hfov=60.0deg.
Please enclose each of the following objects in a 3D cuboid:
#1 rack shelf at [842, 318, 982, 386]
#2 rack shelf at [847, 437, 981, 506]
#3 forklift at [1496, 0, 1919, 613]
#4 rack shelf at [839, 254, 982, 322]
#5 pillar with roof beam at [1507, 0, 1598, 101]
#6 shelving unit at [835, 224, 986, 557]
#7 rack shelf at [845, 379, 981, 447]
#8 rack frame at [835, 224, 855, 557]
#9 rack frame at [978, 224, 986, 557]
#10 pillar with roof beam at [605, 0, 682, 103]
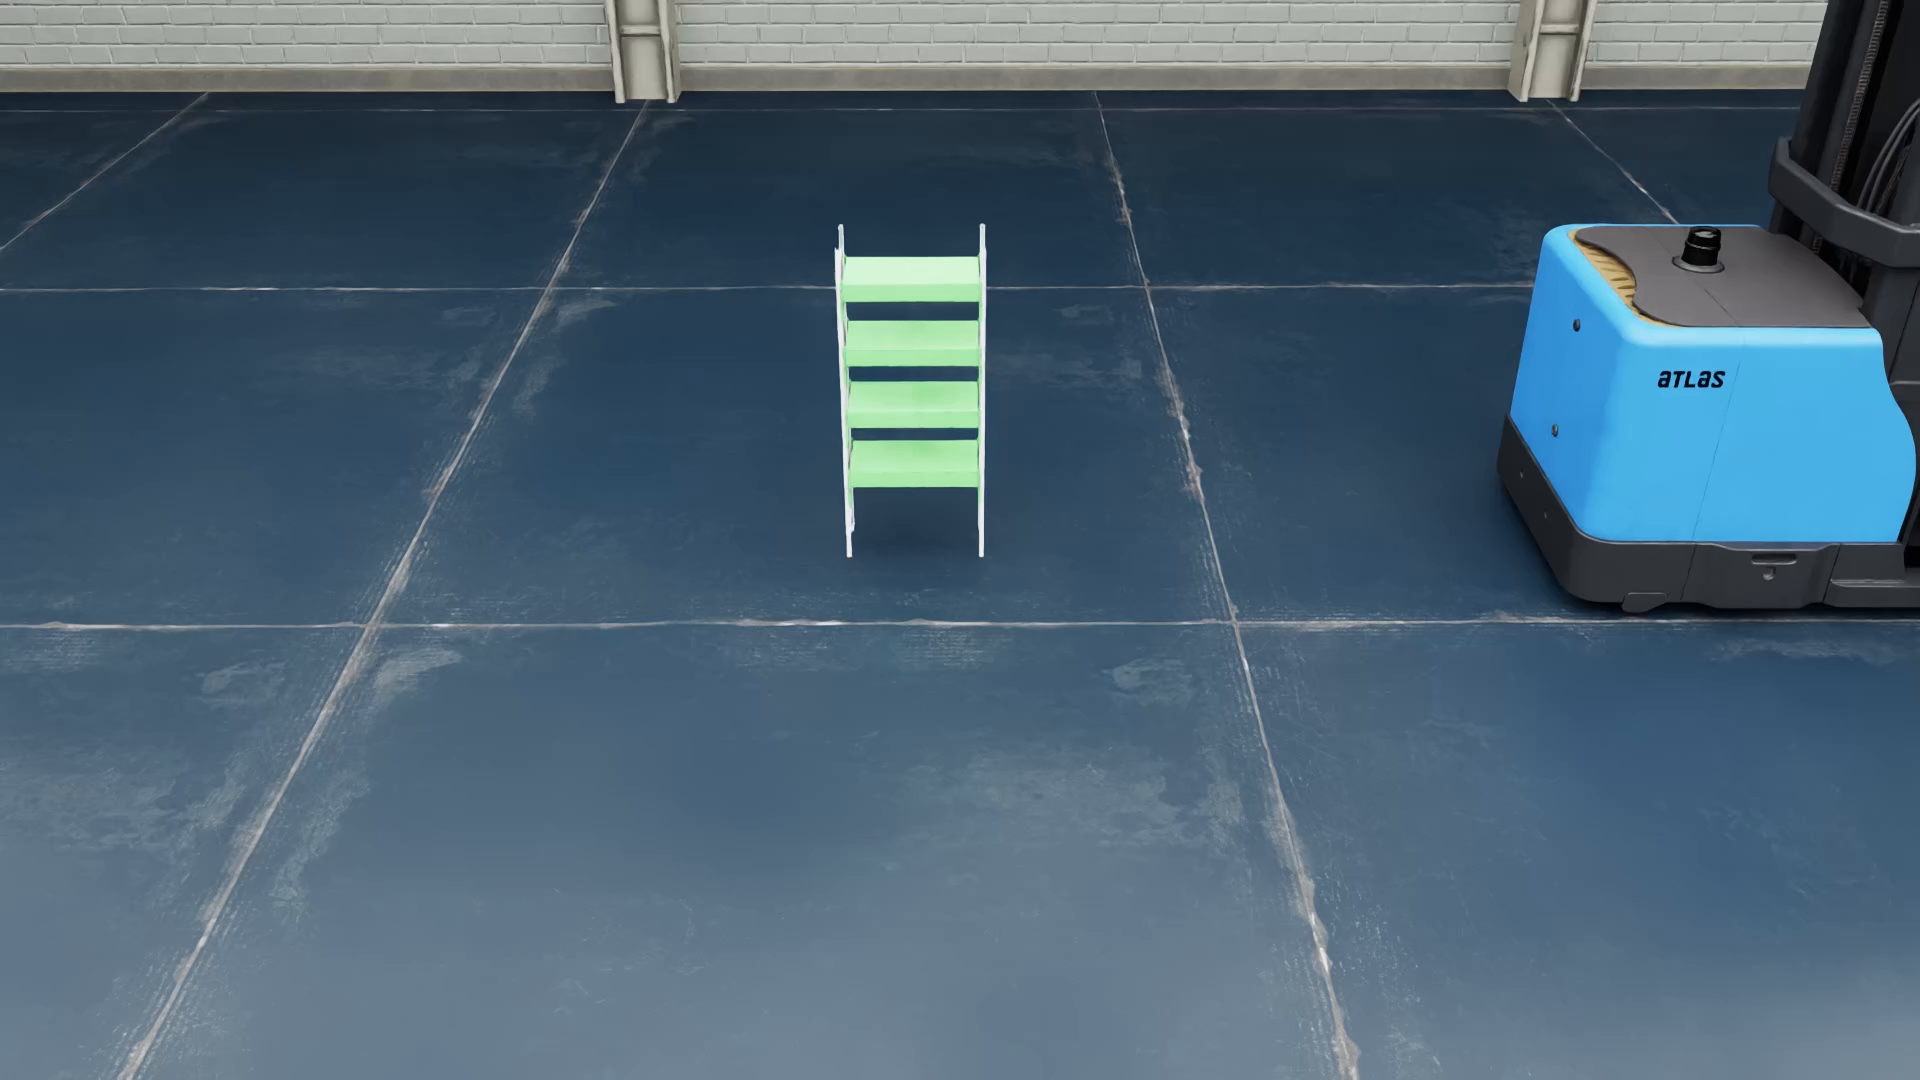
[{"bbox_3d":[-0.166,-0.663,5.847,0.480,0.148,0.258,0,31,0],"label":"rack shelf"},{"bbox_3d":[-0.166,-0.253,6.096,0.480,0.148,0.258,0,31,0],"label":"rack shelf"},{"bbox_3d":[3.630,-1.244,5.474,3.031,2.935,1.130,0,31,0],"label":"forklift"},{"bbox_3d":[-0.166,-0.868,5.722,0.480,0.148,0.258,0,31,0],"label":"rack shelf"},{"bbox_3d":[3.941,-4.612,5.176,0.400,9.000,9.100,0,31,0],"label":"pillar with roof beam"},{"bbox_3d":[-0.166,-0.512,5.938,0.503,1.200,0.258,0,31,0],"label":"shelving unit"},{"bbox_3d":[-0.166,-0.458,5.971,0.480,0.148,0.258,0,31,0],"label":"rack shelf"},{"bbox_3d":[-0.410,-0.512,5.937,0.015,1.200,0.240,0,31,0],"label":"rack frame"},{"bbox_3d":[0.078,-0.513,5.939,0.015,1.200,0.240,0,31,0],"label":"rack frame"},{"bbox_3d":[-2.059,-4.593,5.146,0.400,9.000,9.100,0,31,0],"label":"pillar with roof beam"}]
